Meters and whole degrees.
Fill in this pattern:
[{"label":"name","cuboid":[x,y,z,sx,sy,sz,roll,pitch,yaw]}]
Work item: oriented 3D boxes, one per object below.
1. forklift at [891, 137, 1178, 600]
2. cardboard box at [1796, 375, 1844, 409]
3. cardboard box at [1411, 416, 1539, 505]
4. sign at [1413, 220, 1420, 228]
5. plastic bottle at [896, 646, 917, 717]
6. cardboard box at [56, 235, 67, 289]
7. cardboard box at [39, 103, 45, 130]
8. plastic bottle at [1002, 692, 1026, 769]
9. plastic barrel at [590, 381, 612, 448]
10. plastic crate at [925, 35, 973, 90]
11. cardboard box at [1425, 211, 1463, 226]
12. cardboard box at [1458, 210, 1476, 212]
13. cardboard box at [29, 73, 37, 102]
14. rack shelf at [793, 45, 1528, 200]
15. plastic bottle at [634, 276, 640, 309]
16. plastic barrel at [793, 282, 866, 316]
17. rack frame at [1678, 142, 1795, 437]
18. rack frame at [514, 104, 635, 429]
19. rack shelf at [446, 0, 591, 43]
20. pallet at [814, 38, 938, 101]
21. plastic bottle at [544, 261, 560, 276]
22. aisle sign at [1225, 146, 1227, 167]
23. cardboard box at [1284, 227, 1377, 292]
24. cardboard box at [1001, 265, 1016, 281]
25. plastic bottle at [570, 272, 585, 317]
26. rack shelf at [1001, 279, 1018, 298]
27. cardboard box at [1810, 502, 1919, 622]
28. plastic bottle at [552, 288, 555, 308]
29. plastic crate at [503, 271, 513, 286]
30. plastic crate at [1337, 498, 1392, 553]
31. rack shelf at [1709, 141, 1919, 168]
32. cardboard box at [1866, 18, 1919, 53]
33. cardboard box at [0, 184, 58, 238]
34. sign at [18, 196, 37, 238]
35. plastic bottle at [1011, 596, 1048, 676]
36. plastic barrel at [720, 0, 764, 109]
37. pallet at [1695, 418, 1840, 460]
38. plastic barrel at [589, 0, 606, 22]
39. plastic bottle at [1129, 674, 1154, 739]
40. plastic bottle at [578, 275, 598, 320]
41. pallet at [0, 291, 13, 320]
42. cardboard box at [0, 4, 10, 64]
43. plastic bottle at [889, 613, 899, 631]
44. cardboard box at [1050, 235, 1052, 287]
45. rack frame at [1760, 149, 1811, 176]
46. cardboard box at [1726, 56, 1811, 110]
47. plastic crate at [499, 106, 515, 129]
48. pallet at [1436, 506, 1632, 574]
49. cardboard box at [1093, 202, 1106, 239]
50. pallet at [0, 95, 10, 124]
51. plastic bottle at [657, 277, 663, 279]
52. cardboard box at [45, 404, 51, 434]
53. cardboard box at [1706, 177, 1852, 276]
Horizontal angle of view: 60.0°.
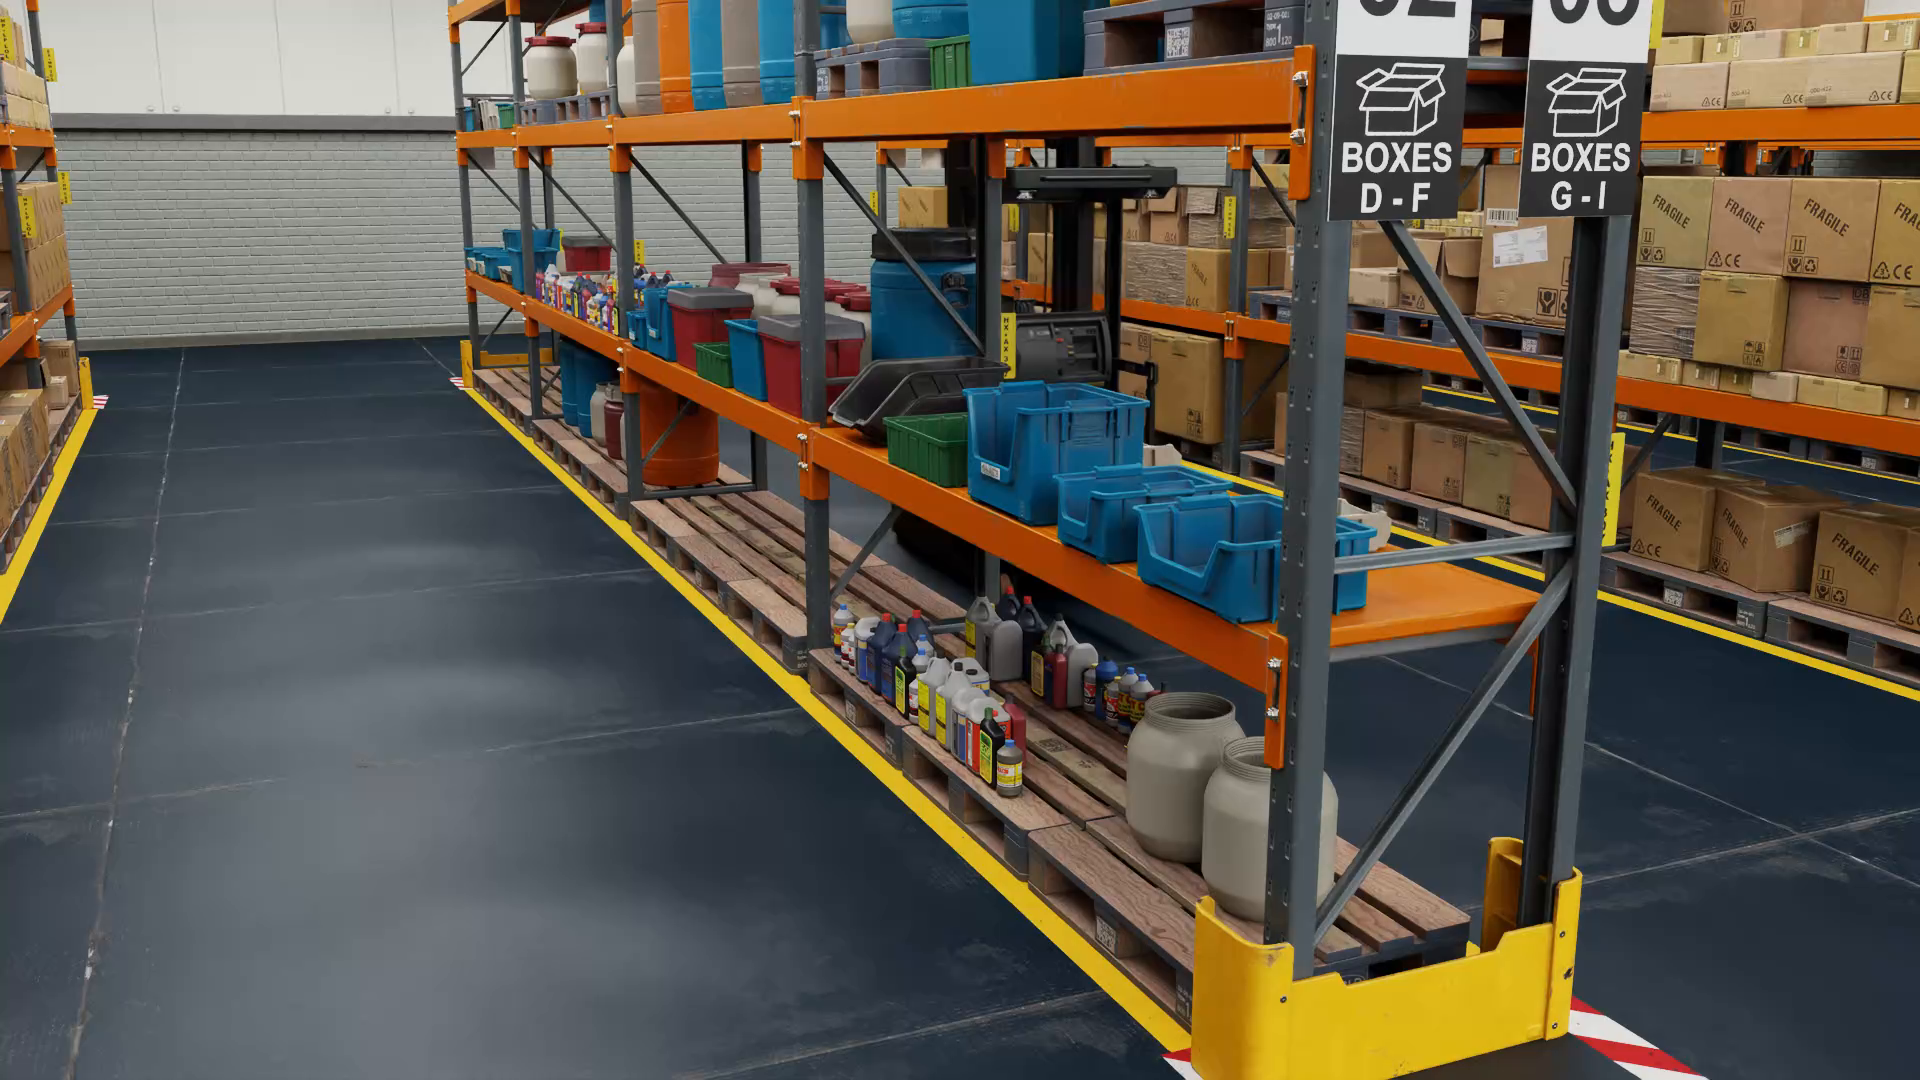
[{"label":"forklift","cuboid":[0.584,-1.178,9.958,1.130,2.935,3.031,-6,14,-23]},{"label":"cardboard box","cuboid":[4.594,-0.780,8.647,0.380,0.149,0.250,-6,14,-23]},{"label":"cardboard box","cuboid":[3.636,-0.572,11.755,0.700,0.500,0.500,-7,15,-28]},{"label":"sign","cuboid":[5.147,-3.682,18.705,0.100,0.325,0.005,-6,14,-23]},{"label":"plastic bottle","cuboid":[-0.231,0.607,7.143,0.061,0.283,0.133,-5,14,-20]},{"label":"cardboard box","cuboid":[-8.985,-2.690,16.117,0.500,0.500,0.500,-5,14,-22]},{"label":"cardboard box","cuboid":[-8.987,-4.017,15.756,0.500,0.250,0.500,-6,14,-23]},{"label":"plastic bottle","cuboid":[0.208,0.748,6.533,0.061,0.283,0.133,-6,14,-23]},{"label":"plastic barrel","cuboid":[-2.852,-1.044,13.812,0.421,0.512,0.421,0,13,0]},{"label":"plastic crate","cuboid":[0.104,-1.791,6.272,0.336,0.188,0.450,-6,14,-23]},{"label":"cardboard box","cuboid":[5.377,-3.560,18.404,0.380,0.149,0.250,-5,14,-20]},{"label":"cardboard box","cuboid":[5.673,-3.629,19.516,0.500,0.500,0.500,-6,14,-24]},{"label":"cardboard box","cuboid":[-8.788,-4.158,15.252,0.500,0.250,0.500,-6,14,-23]},{"label":"rack shelf","cuboid":[0.523,-1.481,6.059,1.077,0.370,4.000,-6,14,-23]},{"label":"plastic bottle","cuboid":[-2.733,-2.098,14.070,0.097,0.271,0.097,0,13,0]},{"label":"plastic barrel","cuboid":[-0.754,-1.218,9.680,0.433,0.535,0.433,0,13,0]},{"label":"rack frame","cuboid":[7.243,-2.484,15.450,1.000,3.000,0.127,-6,14,-23]},{"label":"rack frame","cuboid":[-3.483,-2.436,15.242,1.000,3.000,0.127,-6,14,-23]},{"label":"rack shelf","cuboid":[-4.284,-5.227,16.477,1.077,0.370,4.000,-6,14,-23]},{"label":"pallet","cuboid":[0.100,-2.012,7.178,1.213,0.211,1.003,-6,14,-23]},{"label":"plastic bottle","cuboid":[-3.622,-2.302,14.771,0.144,0.351,0.185,-6,14,-23]},{"label":"aisle sign","cuboid":[3.734,-5.391,22.246,0.394,0.787,0.004,-6,14,-23]},{"label":"cardboard box","cuboid":[2.911,-2.202,13.080,0.500,0.500,0.500,-8,15,-30]},{"label":"cardboard box","cuboid":[0.633,-2.794,17.348,0.380,0.149,0.250,-6,14,-23]},{"label":"plastic bottle","cuboid":[-3.044,-1.969,13.335,0.144,0.351,0.185,-6,14,-23]},{"label":"rack shelf","cuboid":[0.254,-2.946,19.042,1.077,0.370,4.000,-6,14,-23]},{"label":"cardboard box","cuboid":[4.941,0.108,8.864,0.500,0.500,0.500,-7,15,-28]},{"label":"plastic bottle","cuboid":[-3.400,-2.067,14.088,0.097,0.201,0.097,0,13,0]},{"label":"plastic crate","cuboid":[-4.177,-2.538,16.161,0.437,0.125,0.590,-6,14,-23]},{"label":"plastic crate","cuboid":[1.261,-0.042,5.485,0.298,0.136,0.250,-6,14,-23]},{"label":"rack shelf","cuboid":[8.044,-3.182,13.408,1.077,0.370,4.000,-6,14,-23]},{"label":"cardboard box","cuboid":[4.665,-2.452,8.108,0.380,0.149,0.250,-6,14,-24]},{"label":"cardboard box","cuboid":[-8.780,-3.073,15.558,0.500,0.500,0.500,-5,14,-21]},{"label":"sign","cuboid":[-7.516,-2.604,13.402,0.100,0.325,0.005,-6,14,-23]},{"label":"plastic bottle","cuboid":[0.321,0.440,7.716,0.144,0.351,0.185,-6,15,-26]},{"label":"plastic barrel","cuboid":[-0.943,-2.709,8.659,0.600,0.901,0.600,0,13,0]},{"label":"pallet","cuboid":[7.490,-0.956,15.031,1.003,0.211,1.213,-6,14,-23]},{"label":"plastic barrel","cuboid":[-2.659,-4.007,13.336,0.600,0.901,0.708,-6,14,-23]},{"label":"plastic bottle","cuboid":[0.746,0.685,6.834,0.097,0.271,0.097,0,13,0]},{"label":"plastic bottle","cuboid":[-2.917,-1.903,13.050,0.144,0.351,0.185,-6,14,-23]},{"label":"pallet","cuboid":[-7.803,-1.721,12.578,1.003,0.211,1.213,-6,14,-23]},{"label":"cardboard box","cuboid":[-8.323,-4.200,13.771,0.700,0.500,0.500,-6,14,-23]},{"label":"plastic bottle","cuboid":[-0.300,0.486,7.666,0.061,0.283,0.133,-6,14,-23]},{"label":"cardboard box","cuboid":[1.213,-2.711,16.207,0.500,0.500,0.500,-6,14,-23]},{"label":"rack frame","cuboid":[13.080,-5.054,26.554,1.000,3.000,0.127,-6,14,-23]},{"label":"cardboard box","cuboid":[4.422,-2.394,8.741,0.500,0.250,0.500,-6,14,-23]},{"label":"plastic crate","cuboid":[-3.929,-3.854,15.188,0.450,0.188,0.662,-6,14,-23]},{"label":"pallet","cuboid":[3.947,-0.033,11.043,1.003,0.211,1.213,-6,14,-23]},{"label":"cardboard box","cuboid":[1.583,-3.147,15.867,0.797,0.503,0.637,-5,14,-22]},{"label":"pallet","cuboid":[-7.826,-3.218,12.386,1.213,0.211,1.003,-6,14,-23]},{"label":"plastic bottle","cuboid":[-2.533,-2.068,13.927,0.152,0.276,0.135,-6,14,-23]},{"label":"cardboard box","cuboid":[-7.993,-1.000,14.025,0.500,0.311,0.500,-6,14,-23]},{"label":"cardboard box","cuboid":[4.409,-1.692,8.930,0.500,0.500,0.500,-6,14,-23]}]
